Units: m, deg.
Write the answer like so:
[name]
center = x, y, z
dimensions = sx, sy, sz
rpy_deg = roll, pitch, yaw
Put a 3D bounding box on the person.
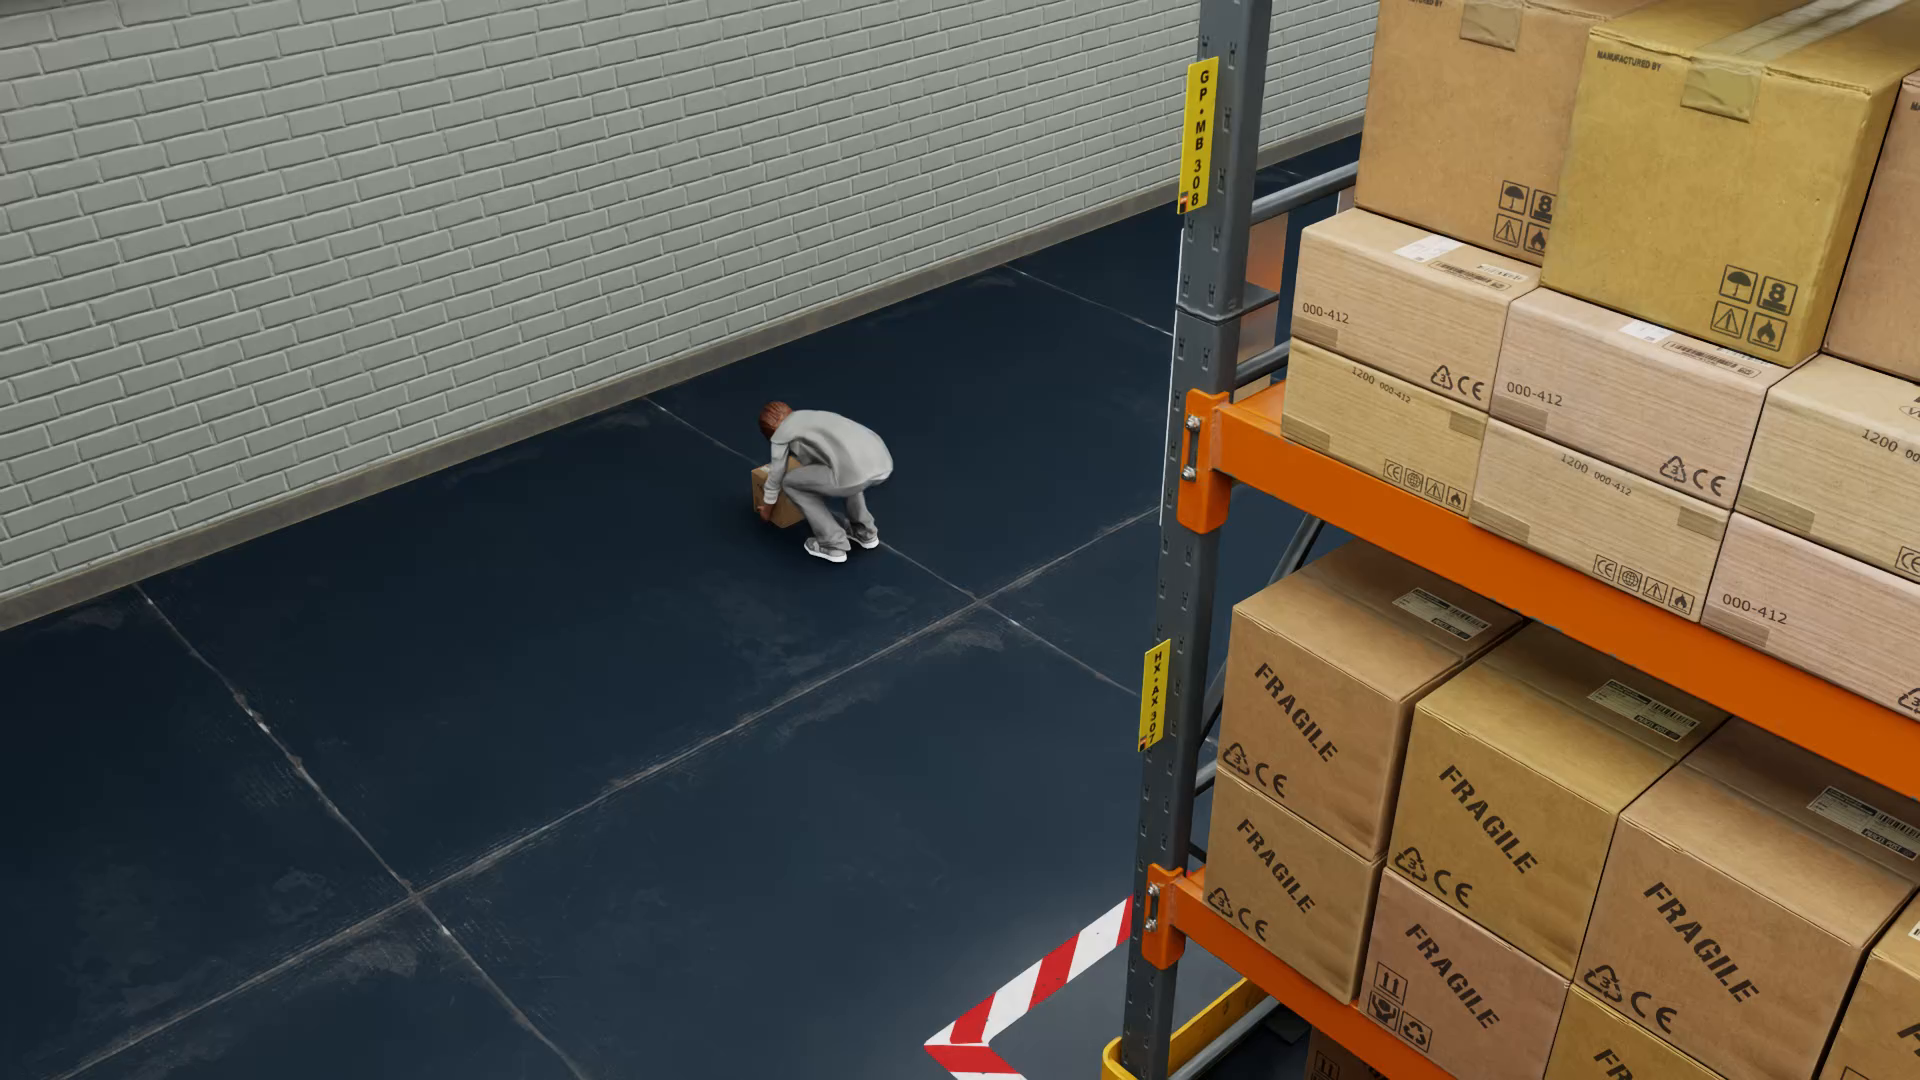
[person]
center = -0.597, -0.621, 8.134
dimensions = 0.346, 1.592, 0.475
rpy_deg = 27, 41, 36
